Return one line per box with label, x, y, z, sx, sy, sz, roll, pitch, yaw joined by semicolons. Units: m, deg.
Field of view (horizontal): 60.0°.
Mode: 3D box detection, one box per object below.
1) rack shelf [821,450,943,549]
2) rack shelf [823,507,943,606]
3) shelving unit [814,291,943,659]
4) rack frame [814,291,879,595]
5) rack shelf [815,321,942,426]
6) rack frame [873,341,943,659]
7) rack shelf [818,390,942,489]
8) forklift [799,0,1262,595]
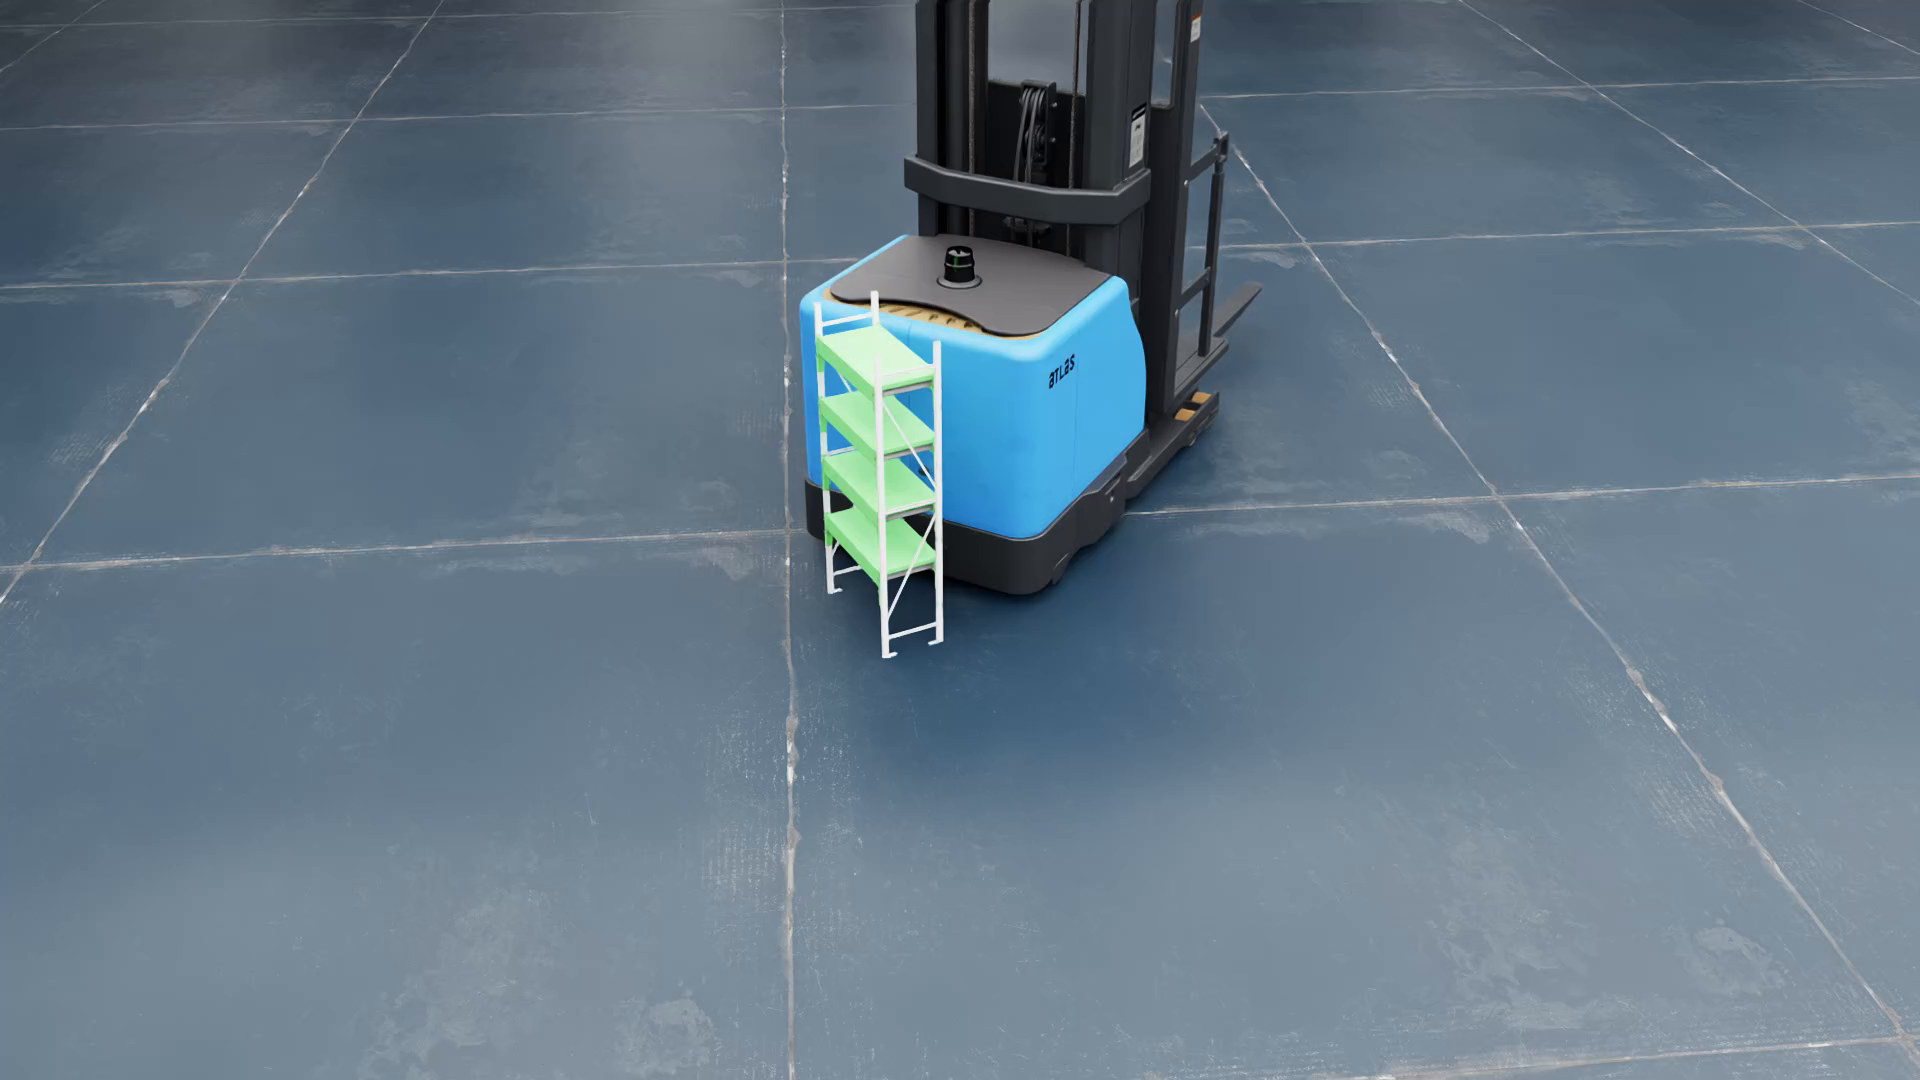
rack shelf;-0.286;-0.170;5.989;0.258;0.148;0.480;-15;34;-24
rack shelf;-0.286;0.036;6.113;0.258;0.148;0.480;-15;34;-24
shelving unit;-0.286;-0.225;5.957;0.258;1.200;0.503;-15;34;-24
rack frame;-0.400;-0.336;6.142;0.240;1.200;0.015;-15;34;-24
rack shelf;-0.286;-0.582;5.743;0.258;0.148;0.480;-15;34;-24
rack frame;-0.173;-0.114;5.771;0.240;1.200;0.015;-15;34;-24
rack shelf;-0.286;-0.376;5.866;0.258;0.148;0.480;-15;34;-24
forklift;0.530;-1.780;6.872;1.130;2.935;3.031;16;34;24
